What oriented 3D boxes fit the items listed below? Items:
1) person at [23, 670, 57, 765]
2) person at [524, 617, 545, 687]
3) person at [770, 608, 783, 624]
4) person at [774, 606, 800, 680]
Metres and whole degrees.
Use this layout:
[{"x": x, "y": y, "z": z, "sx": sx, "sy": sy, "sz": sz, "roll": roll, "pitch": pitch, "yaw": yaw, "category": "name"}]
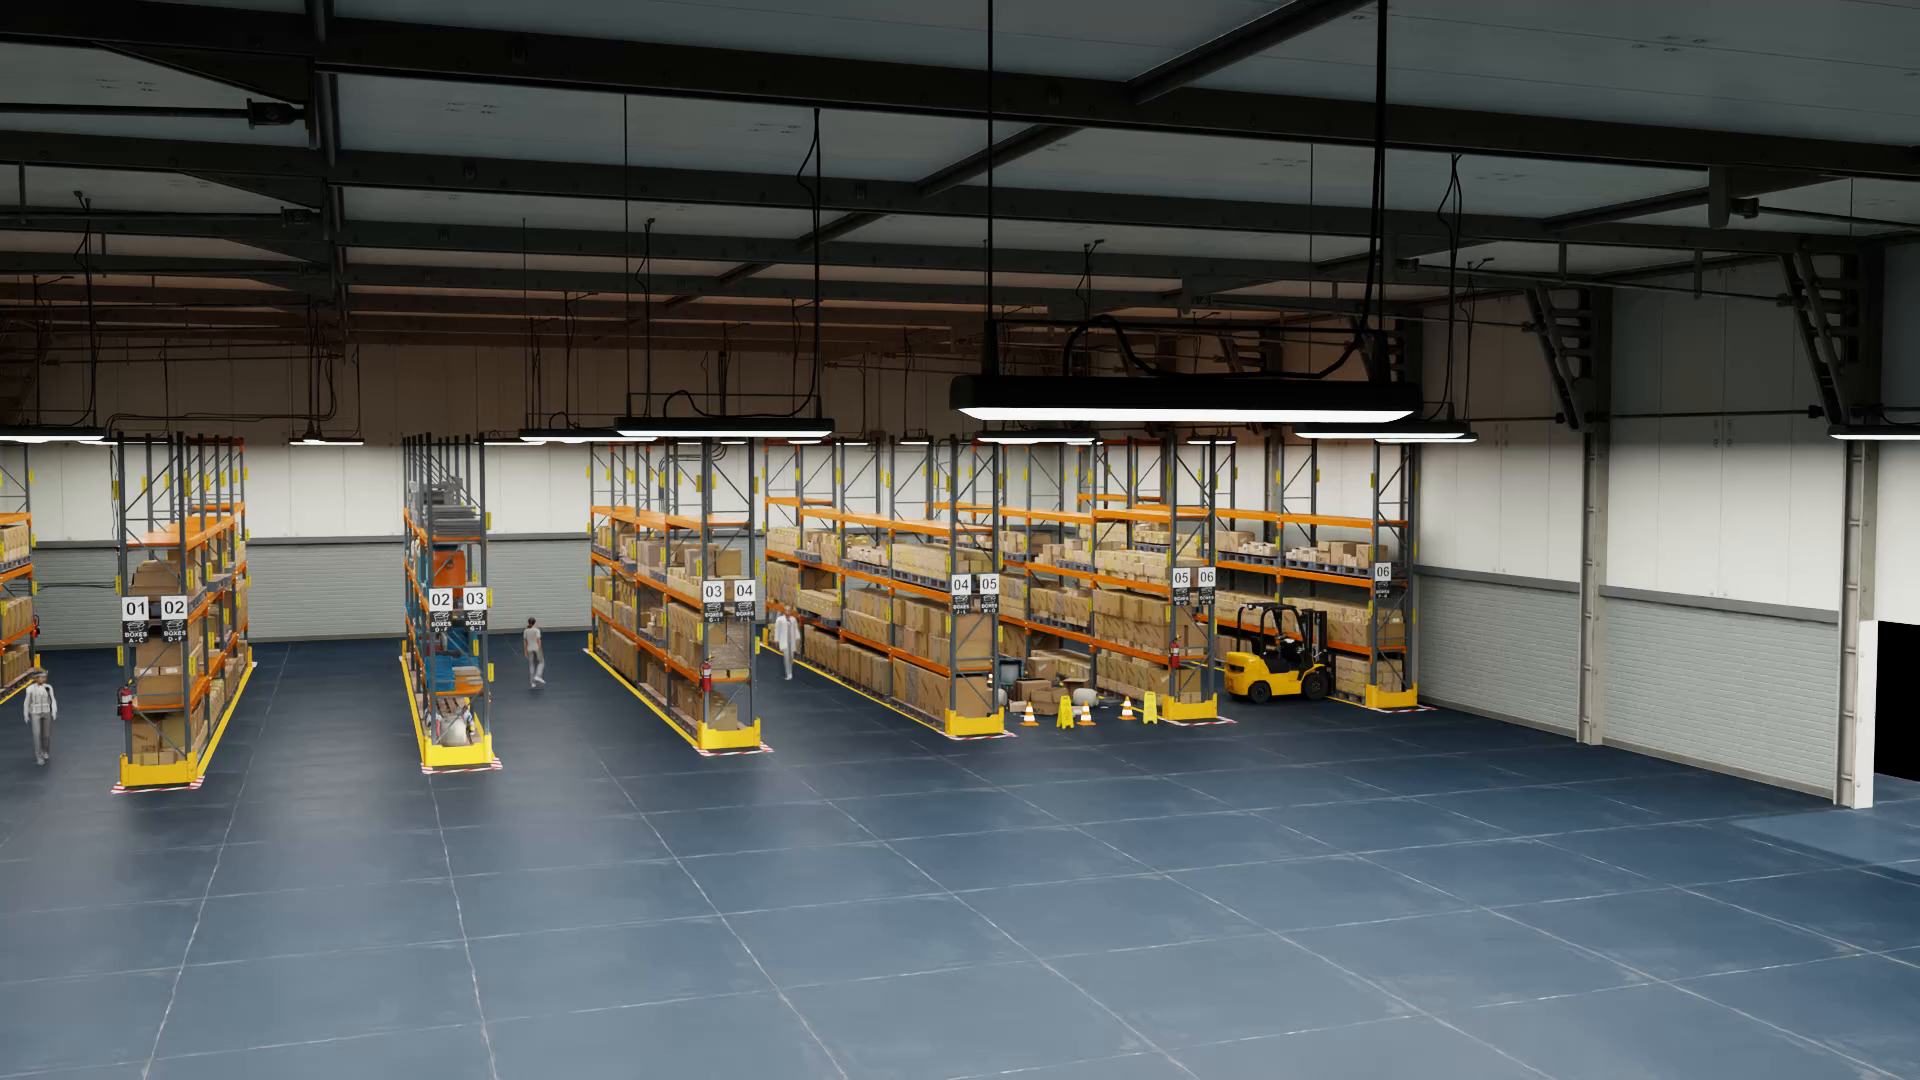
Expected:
[{"x": -16.746, "y": 3.218, "z": 30.369, "sx": 0.516, "sy": 1.672, "sz": 0.735, "roll": -3, "pitch": 4, "yaw": -44, "category": "person"}, {"x": -10.212, "y": 2.675, "z": 39.846, "sx": 0.498, "sy": 1.656, "sz": 0.456, "roll": 0, "pitch": 3, "yaw": -5, "category": "person"}, {"x": -5.500, "y": 2.094, "z": 50.495, "sx": 0.488, "sy": 1.651, "sz": 0.843, "roll": 1, "pitch": 3, "yaw": 17, "category": "person"}, {"x": -4.246, "y": 2.559, "z": 41.394, "sx": 0.620, "sy": 1.794, "sz": 0.799, "roll": -2, "pitch": 4, "yaw": -31, "category": "person"}]
